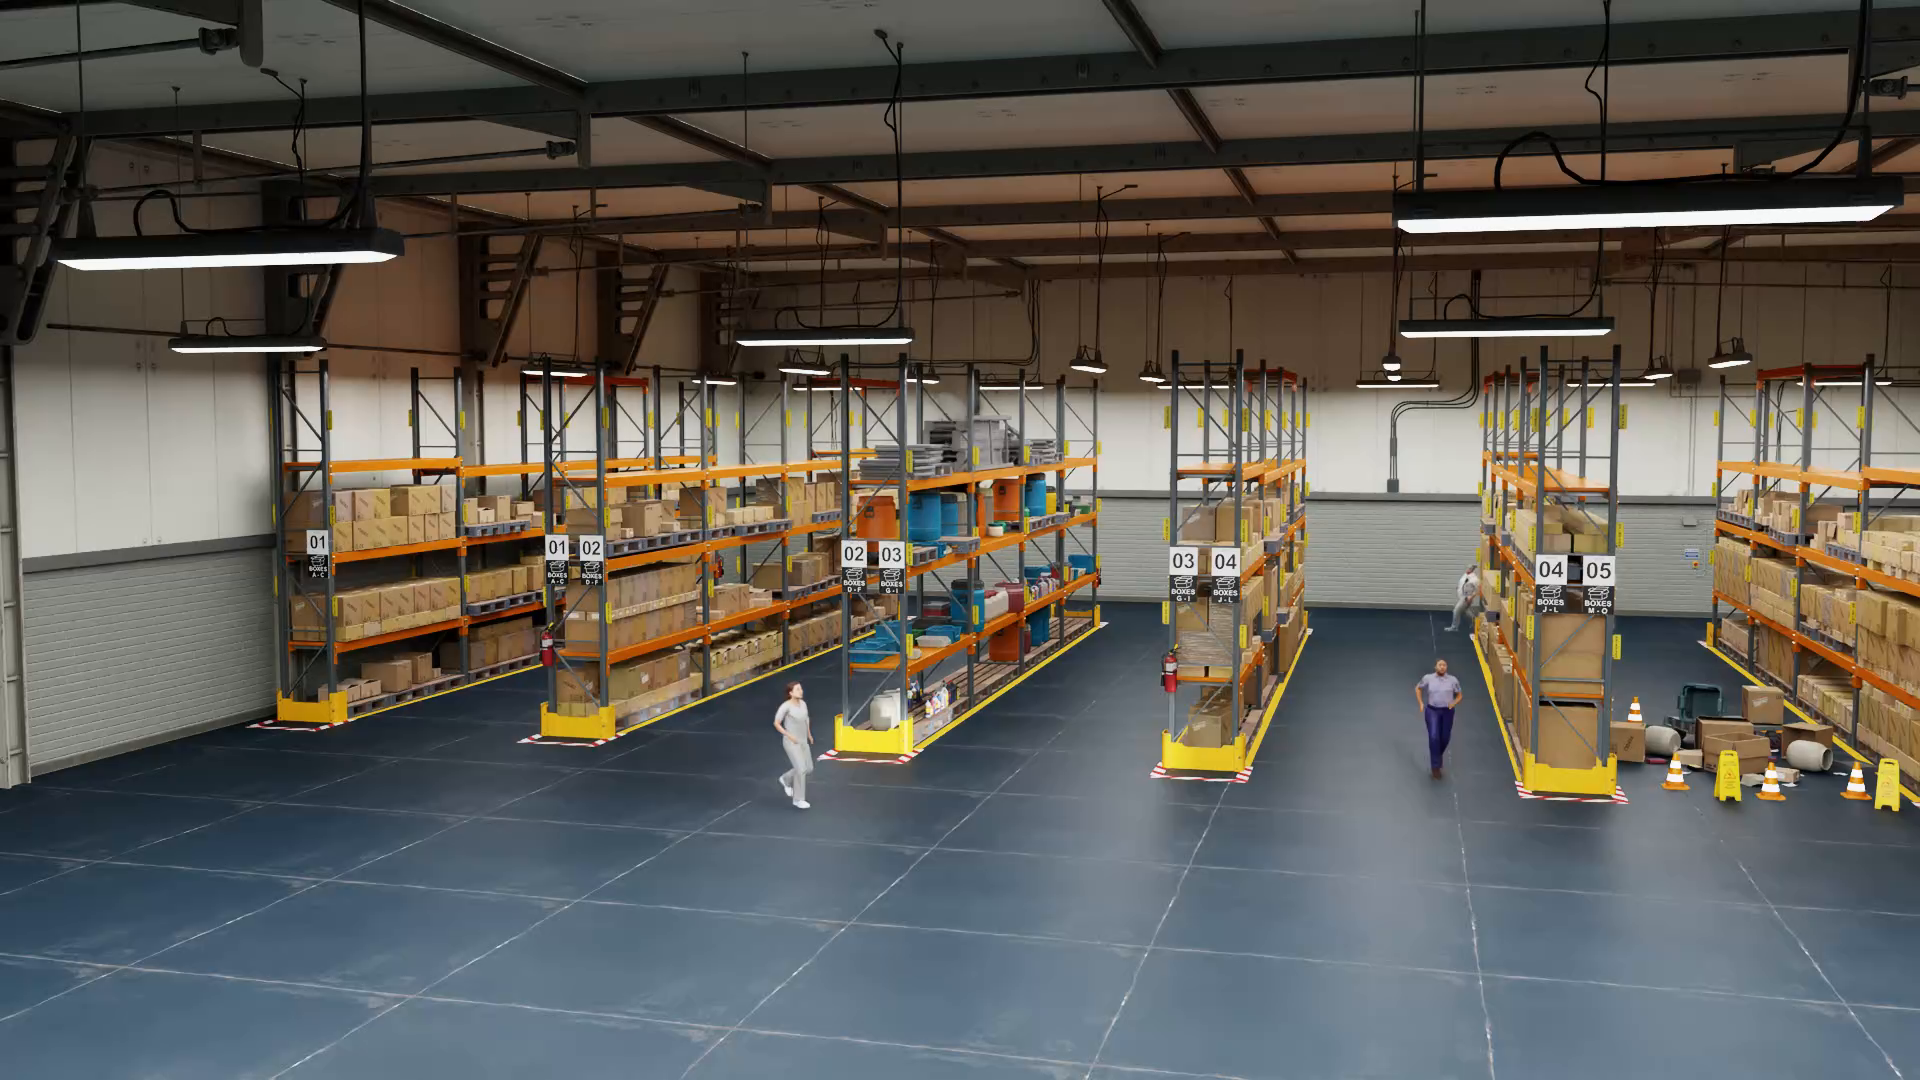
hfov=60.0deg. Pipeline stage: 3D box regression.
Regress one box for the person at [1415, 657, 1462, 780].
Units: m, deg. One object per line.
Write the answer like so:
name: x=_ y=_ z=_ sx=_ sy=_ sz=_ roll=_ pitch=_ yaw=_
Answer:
person: x=6.786 y=2.490 z=23.565 sx=0.615 sy=1.673 sz=0.867 roll=0 pitch=4 yaw=4

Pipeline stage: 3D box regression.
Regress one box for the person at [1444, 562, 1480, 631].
person: x=11.901 y=1.334 z=39.335 sx=0.833 sy=1.688 sz=0.862 roll=1 pitch=4 yaw=15

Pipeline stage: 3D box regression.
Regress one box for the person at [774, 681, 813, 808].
person: x=-2.185 y=2.636 z=21.585 sx=0.605 sy=1.641 sz=0.573 roll=4 pitch=5 yaw=41
